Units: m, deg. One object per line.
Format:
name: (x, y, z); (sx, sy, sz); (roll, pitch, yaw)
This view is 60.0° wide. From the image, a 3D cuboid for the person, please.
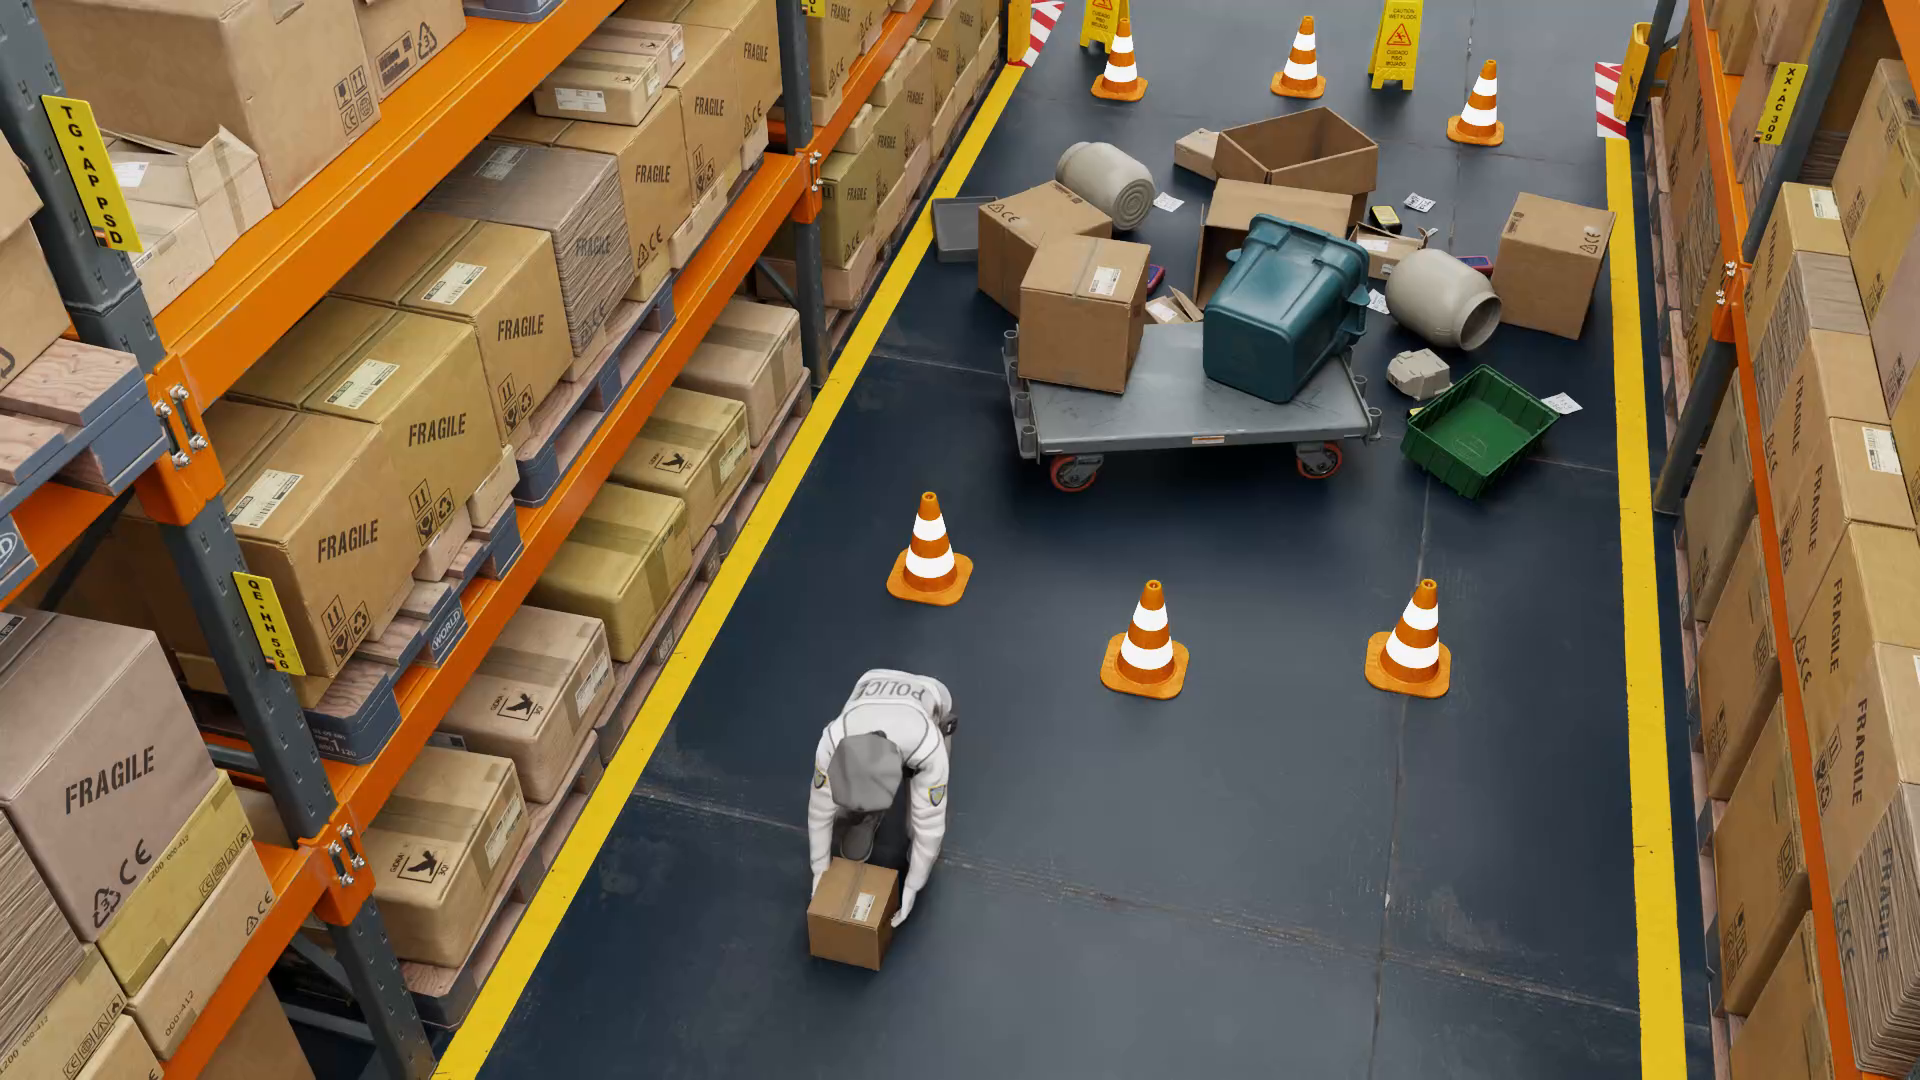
person: (-0.246, 0.824, 5.768); (0.483, 0.946, 0.851); (10, 42, 11)
